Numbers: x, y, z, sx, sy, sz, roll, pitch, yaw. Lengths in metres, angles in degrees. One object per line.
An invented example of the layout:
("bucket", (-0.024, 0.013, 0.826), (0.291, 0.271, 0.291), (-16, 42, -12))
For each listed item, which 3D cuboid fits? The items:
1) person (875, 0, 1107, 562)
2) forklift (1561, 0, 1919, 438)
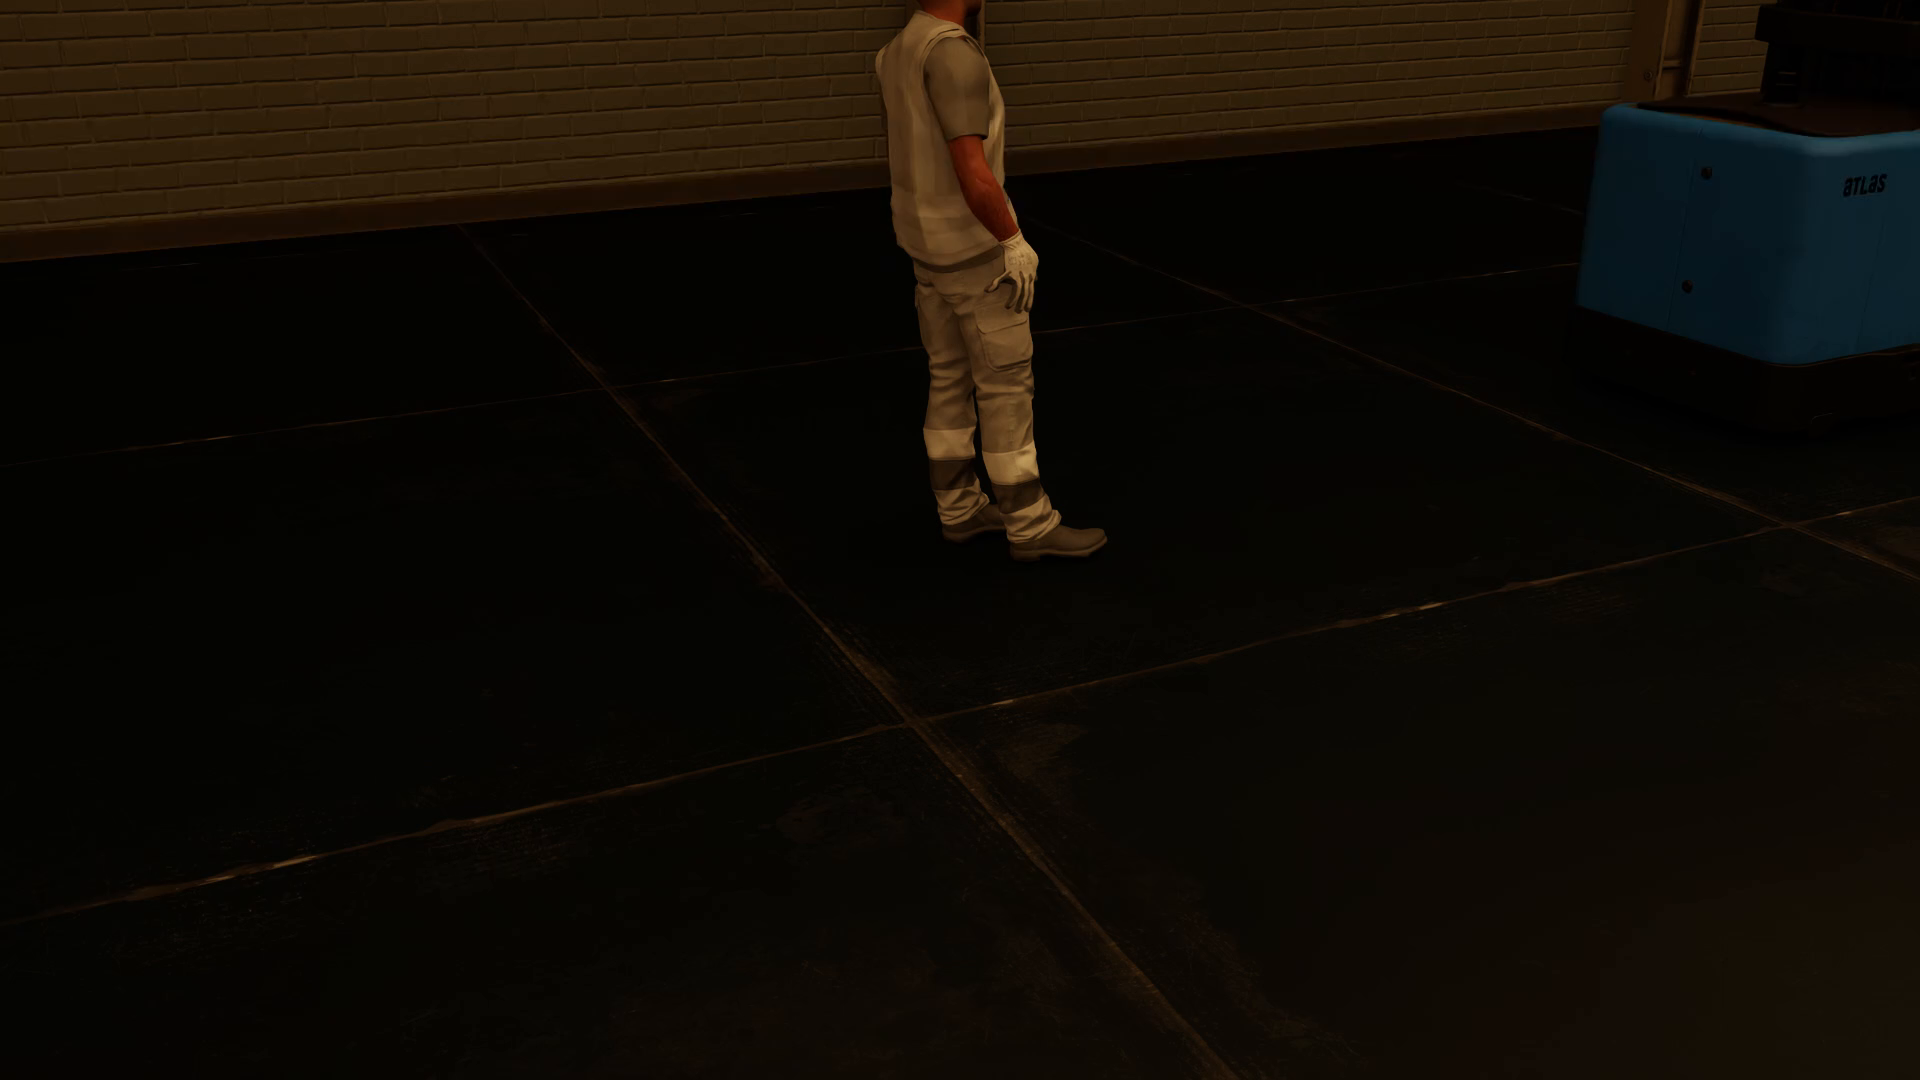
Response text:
("person", (0.078, -0.842, 4.782), (0.564, 1.787, 0.637), (-10, 25, -23))
("forklift", (3.948, -2.093, 6.324), (3.031, 2.935, 1.130), (-11, 25, -25))
